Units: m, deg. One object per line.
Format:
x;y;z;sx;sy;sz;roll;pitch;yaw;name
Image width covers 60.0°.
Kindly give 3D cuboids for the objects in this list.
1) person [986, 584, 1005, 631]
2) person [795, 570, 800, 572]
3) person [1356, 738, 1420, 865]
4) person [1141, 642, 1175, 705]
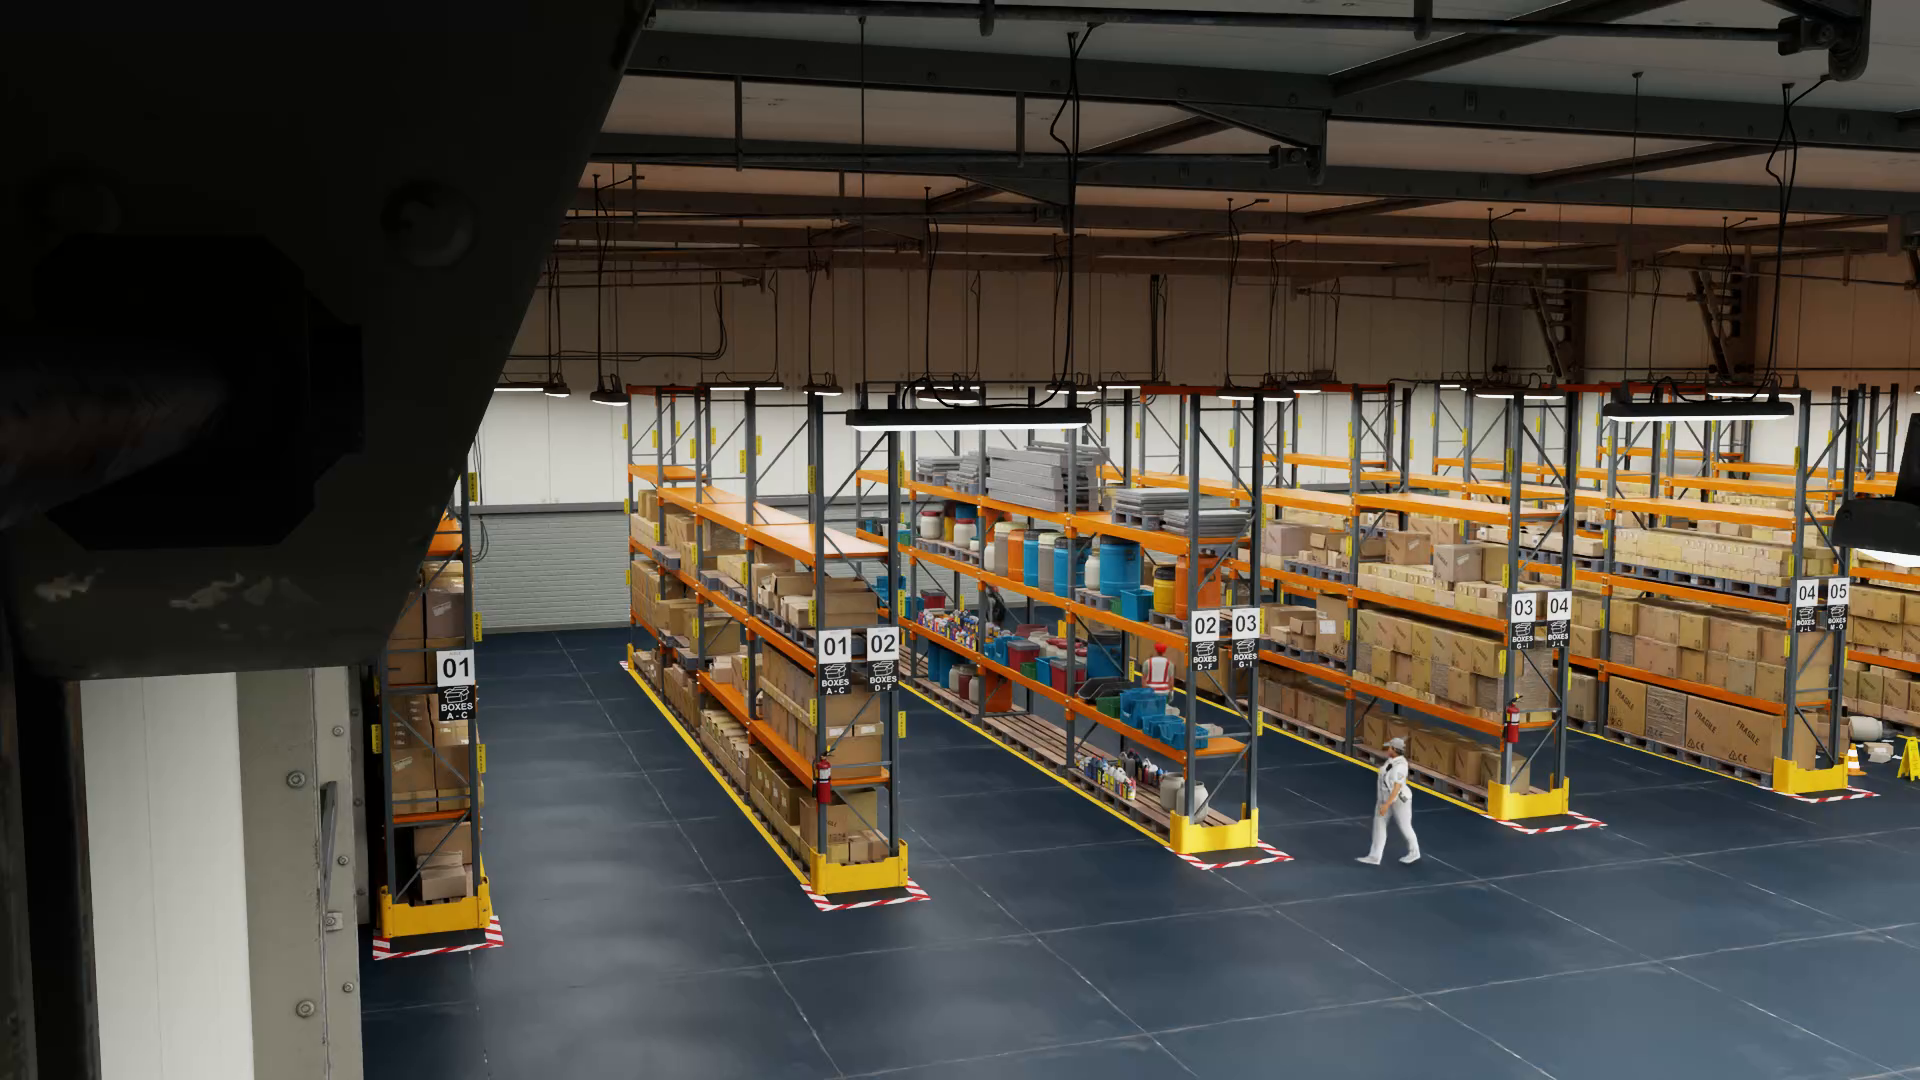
0.716;1.734;34.982;0.432;1.726;0.587;3;7;28;person
-3.798;1.519;38.925;0.574;1.614;0.566;-1;6;-13;person
5.484;3.324;21.172;0.863;1.622;0.479;-3;7;-28;person
3.301;2.563;27.756;0.541;1.782;0.497;2;6;19;person
